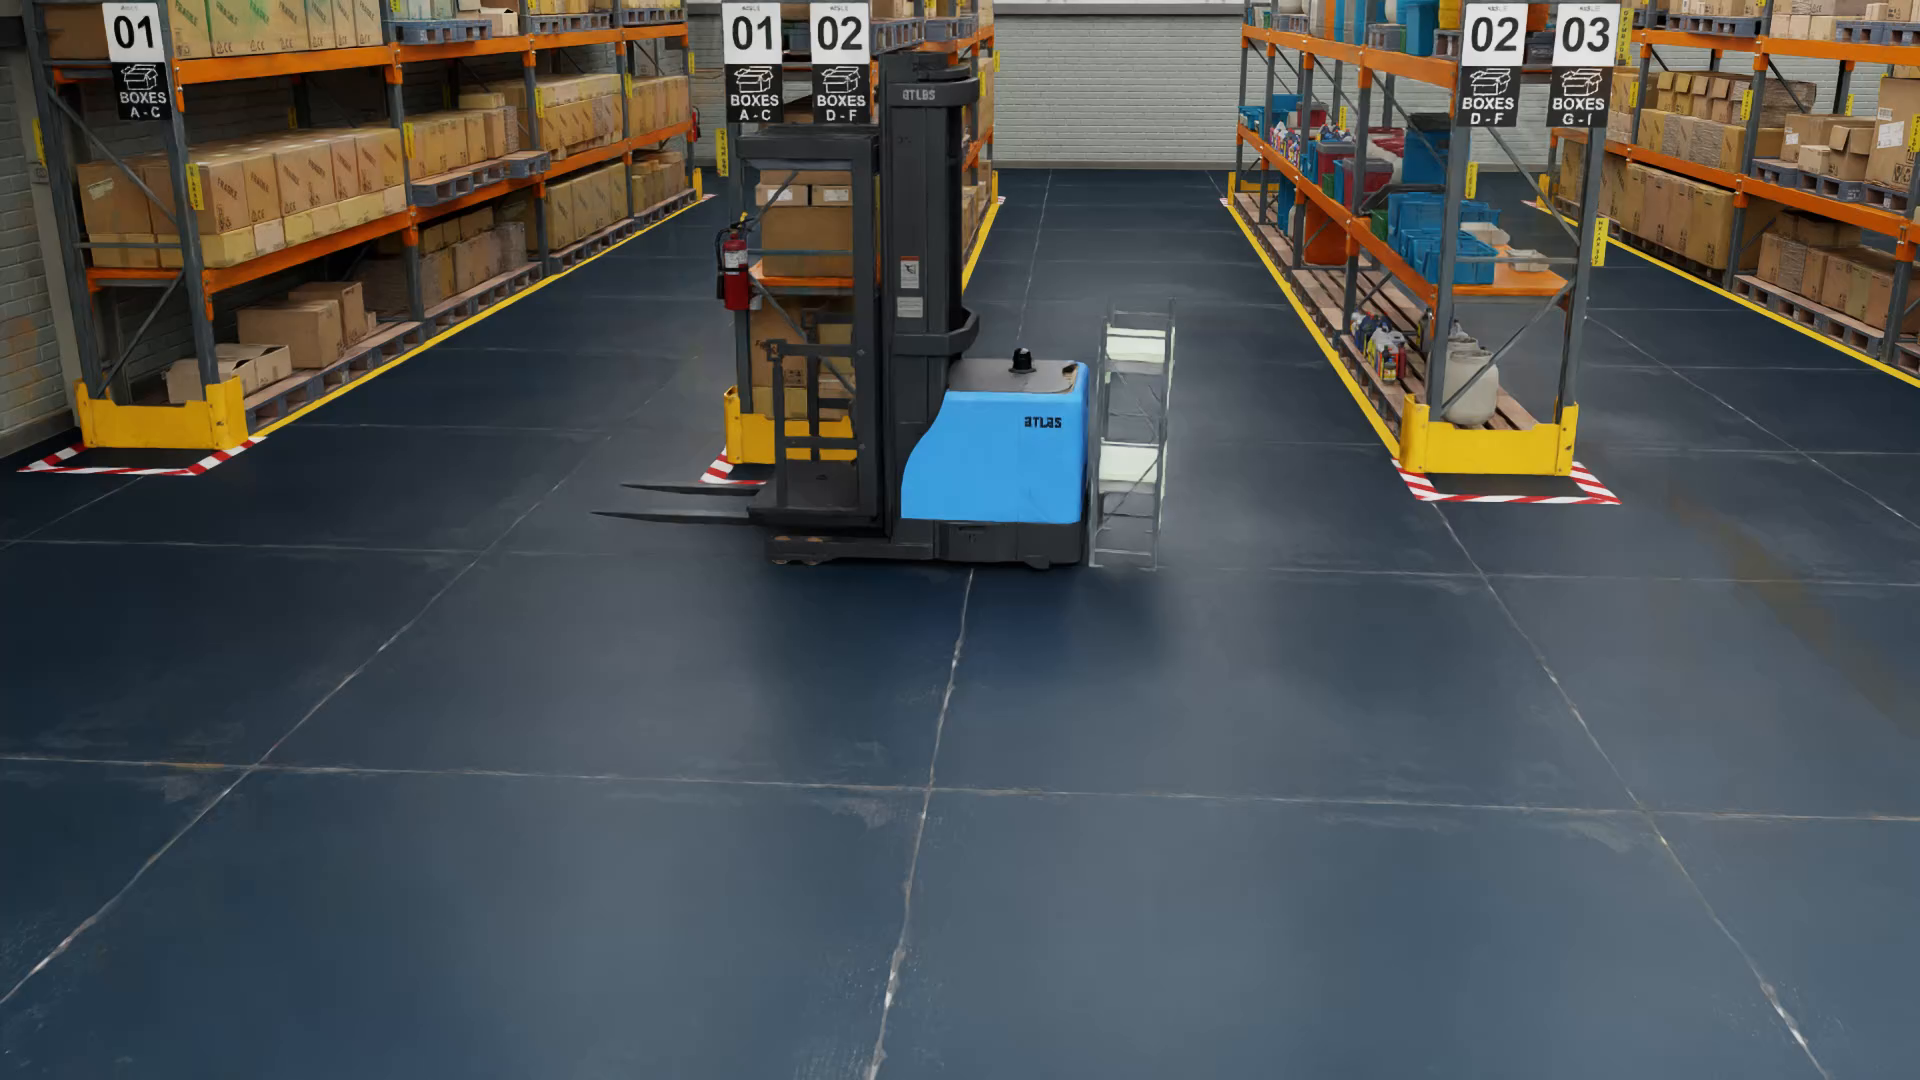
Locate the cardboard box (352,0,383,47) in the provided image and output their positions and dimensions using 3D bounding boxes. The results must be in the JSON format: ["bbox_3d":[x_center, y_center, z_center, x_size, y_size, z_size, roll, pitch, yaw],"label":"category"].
[{"bbox_3d":[-5.559,-4.705,14.955,0.500,0.500,0.500,2,18,5],"label":"cardboard box"}]

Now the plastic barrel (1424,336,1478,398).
[{"bbox_3d":[3.832,-1.302,12.899,0.421,0.512,0.421,0,18,0],"label":"plastic barrel"}]

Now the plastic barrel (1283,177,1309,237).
[{"bbox_3d":[4.579,-4.463,21.922,0.600,0.901,0.708,1,18,4],"label":"plastic barrel"}]

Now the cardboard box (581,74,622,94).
[{"bbox_3d":[-4.974,-6.274,22.880,0.500,0.250,0.500,2,18,5],"label":"cardboard box"}]

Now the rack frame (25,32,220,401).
[{"bbox_3d":[-6.056,-2.144,12.148,1.000,3.000,0.127,1,18,4],"label":"rack frame"}]

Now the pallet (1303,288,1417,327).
[{"bbox_3d":[4.214,-2.464,17.605,1.003,0.211,1.213,1,18,4],"label":"pallet"}]

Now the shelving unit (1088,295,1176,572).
[{"bbox_3d":[1.036,-0.655,9.992,0.431,1.500,0.755,4,19,7],"label":"shelving unit"}]

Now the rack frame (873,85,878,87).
[{"bbox_3d":[-0.542,-4.519,19.396,1.000,3.000,0.127,1,18,4],"label":"rack frame"}]

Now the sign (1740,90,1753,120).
[{"bbox_3d":[8.785,-4.858,18.572,0.100,0.325,0.005,1,18,4],"label":"sign"}]

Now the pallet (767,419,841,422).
[{"bbox_3d":[-1.102,-0.948,12.975,1.003,0.211,1.213,1,18,4],"label":"pallet"}]

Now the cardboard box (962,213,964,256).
[{"bbox_3d":[-0.224,-3.675,20.129,0.500,0.500,0.500,2,18,6],"label":"cardboard box"}]

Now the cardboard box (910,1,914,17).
[{"bbox_3d":[-0.630,-5.423,16.904,0.500,0.250,0.500,0,18,-1],"label":"cardboard box"}]

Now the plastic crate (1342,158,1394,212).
[{"bbox_3d":[3.842,-3.352,15.734,0.402,0.464,0.583,1,18,4],"label":"plastic crate"}]

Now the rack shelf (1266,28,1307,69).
[{"bbox_3d":[4.542,-6.112,20.596,1.077,0.370,4.000,1,18,4],"label":"rack shelf"}]

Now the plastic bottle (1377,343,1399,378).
[{"bbox_3d":[3.565,-1.495,13.836,0.152,0.276,0.135,1,18,4],"label":"plastic bottle"}]

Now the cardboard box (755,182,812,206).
[{"bbox_3d":[-1.278,-2.513,12.072,0.380,0.149,0.250,1,18,3],"label":"cardboard box"}]

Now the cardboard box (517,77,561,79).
[{"bbox_3d":[-5.551,-5.970,21.950,0.500,0.250,0.500,1,18,2],"label":"cardboard box"}]

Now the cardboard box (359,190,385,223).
[{"bbox_3d":[-5.545,-3.016,15.018,0.500,0.250,0.500,1,18,4],"label":"cardboard box"}]

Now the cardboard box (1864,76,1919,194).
[{"bbox_3d":[9.249,-3.782,15.511,1.000,1.000,1.000,1,18,4],"label":"cardboard box"}]

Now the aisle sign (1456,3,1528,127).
[{"bbox_3d":[3.524,-3.142,11.020,0.394,0.787,0.004,1,18,4],"label":"aisle sign"}]

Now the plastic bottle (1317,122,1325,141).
[{"bbox_3d":[4.802,-5.336,21.971,0.144,0.351,0.185,1,18,4],"label":"plastic bottle"}]

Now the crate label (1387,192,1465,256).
[{"bbox_3d":[3.687,-2.517,13.230,0.502,0.435,0.616,1,18,4],"label":"crate label"}]

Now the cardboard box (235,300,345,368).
[{"bbox_3d":[-5.774,-1.781,14.350,0.700,0.500,0.500,0,18,0],"label":"cardboard box"}]

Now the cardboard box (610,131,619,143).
[{"bbox_3d":[-4.932,-5.570,22.977,0.380,0.149,0.250,2,18,5],"label":"cardboard box"}]

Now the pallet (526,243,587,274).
[{"bbox_3d":[-5.351,-3.546,20.907,1.003,0.211,1.213,1,18,4],"label":"pallet"}]

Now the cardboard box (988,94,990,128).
[{"bbox_3d":[0.196,-6.590,25.556,0.500,0.500,0.500,1,18,4],"label":"cardboard box"}]

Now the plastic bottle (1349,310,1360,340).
[{"bbox_3d":[3.652,-1.988,15.348,0.097,0.271,0.097,0,18,0],"label":"plastic bottle"}]

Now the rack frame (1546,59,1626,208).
[{"bbox_3d":[9.913,-6.781,26.301,1.000,3.000,0.127,1,18,4],"label":"rack frame"}]

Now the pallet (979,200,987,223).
[{"bbox_3d":[-0.120,-5.029,25.432,1.003,0.211,1.213,1,18,4],"label":"pallet"}]

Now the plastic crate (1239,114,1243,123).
[{"bbox_3d":[4.521,-6.628,26.160,0.250,0.136,0.298,1,18,4],"label":"plastic crate"}]

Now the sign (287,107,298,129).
[{"bbox_3d":[-6.323,-3.947,15.793,0.100,0.325,0.005,1,18,4],"label":"sign"}]

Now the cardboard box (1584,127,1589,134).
[{"bbox_3d":[9.449,-6.081,24.568,0.380,0.149,0.250,1,18,3],"label":"cardboard box"}]

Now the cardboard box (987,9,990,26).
[{"bbox_3d":[0.188,-7.881,25.082,0.500,0.250,0.500,1,18,4],"label":"cardboard box"}]

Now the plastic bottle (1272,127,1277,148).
[{"bbox_3d":[4.227,-5.376,22.219,0.097,0.271,0.097,0,18,0],"label":"plastic bottle"}]

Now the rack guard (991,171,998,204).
[{"bbox_3d":[0.026,-5.792,27.296,1.175,0.500,0.348,1,18,4],"label":"rack guard"}]

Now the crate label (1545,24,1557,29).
[{"bbox_3d":[4.289,-3.851,12.780,0.502,0.251,0.408,1,18,4],"label":"crate label"}]

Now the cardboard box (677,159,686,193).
[{"bbox_3d":[-4.860,-5.905,26.967,0.700,0.500,0.500,1,18,4],"label":"cardboard box"}]

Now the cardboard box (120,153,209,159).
[{"bbox_3d":[-6.189,-2.745,12.989,0.500,0.500,0.500,2,18,5],"label":"cardboard box"}]

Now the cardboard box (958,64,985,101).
[{"bbox_3d":[0.096,-6.584,23.933,0.500,0.500,0.500,1,18,2],"label":"cardboard box"}]

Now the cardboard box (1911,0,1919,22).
[{"bbox_3d":[9.020,-4.909,15.313,0.396,0.266,0.258,2,18,6],"label":"cardboard box"}]

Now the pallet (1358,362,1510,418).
[{"bbox_3d":[3.937,-1.252,13.905,1.003,0.211,1.213,1,18,4],"label":"pallet"}]

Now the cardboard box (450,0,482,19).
[{"bbox_3d":[-5.668,-5.712,18.022,0.797,0.503,0.637,4,19,12],"label":"cardboard box"}]

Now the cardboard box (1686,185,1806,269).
[{"bbox_3d":[9.409,-3.700,19.636,1.225,0.875,0.875,0,18,1],"label":"cardboard box"}]

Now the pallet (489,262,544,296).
[{"bbox_3d":[-5.540,-3.060,19.424,1.003,0.211,1.213,1,18,4],"label":"pallet"}]

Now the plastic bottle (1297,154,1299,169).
[{"bbox_3d":[4.029,-4.483,19.607,0.097,0.201,0.097,0,18,0],"label":"plastic bottle"}]

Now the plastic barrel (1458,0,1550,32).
[{"bbox_3d":[3.733,-3.905,11.343,0.600,0.830,0.708,1,18,4],"label":"plastic barrel"}]

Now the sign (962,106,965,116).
[{"bbox_3d":[0.012,-5.058,19.181,0.100,0.325,0.005,1,18,4],"label":"sign"}]

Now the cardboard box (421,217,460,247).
[{"bbox_3d":[-5.672,-3.291,17.753,0.500,0.250,0.500,1,18,2],"label":"cardboard box"}]

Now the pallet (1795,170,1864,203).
[{"bbox_3d":[9.238,-3.590,16.869,1.003,0.211,1.213,1,18,4],"label":"pallet"}]

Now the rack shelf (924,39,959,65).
[{"bbox_3d":[-0.685,-4.981,17.146,1.077,0.370,4.000,1,18,4],"label":"rack shelf"}]

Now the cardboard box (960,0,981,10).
[{"bbox_3d":[0.028,-7.498,23.110,0.500,0.250,0.500,1,18,4],"label":"cardboard box"}]

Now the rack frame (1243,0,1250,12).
[{"bbox_3d":[4.972,-9.743,25.704,1.000,3.000,0.127,1,18,4],"label":"rack frame"}]

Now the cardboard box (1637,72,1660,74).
[{"bbox_3d":[9.991,-6.423,23.766,0.500,0.500,0.500,1,18,2],"label":"cardboard box"}]

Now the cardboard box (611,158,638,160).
[{"bbox_3d":[-5.158,-5.784,25.556,0.380,0.149,0.250,1,18,3],"label":"cardboard box"}]

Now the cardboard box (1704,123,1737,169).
[{"bbox_3d":[9.169,-4.657,19.659,0.500,0.500,0.500,1,18,3],"label":"cardboard box"}]

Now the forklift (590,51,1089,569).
[{"bbox_3d":[-0.736,-1.400,9.989,3.031,2.935,1.130,2,18,6],"label":"forklift"}]
